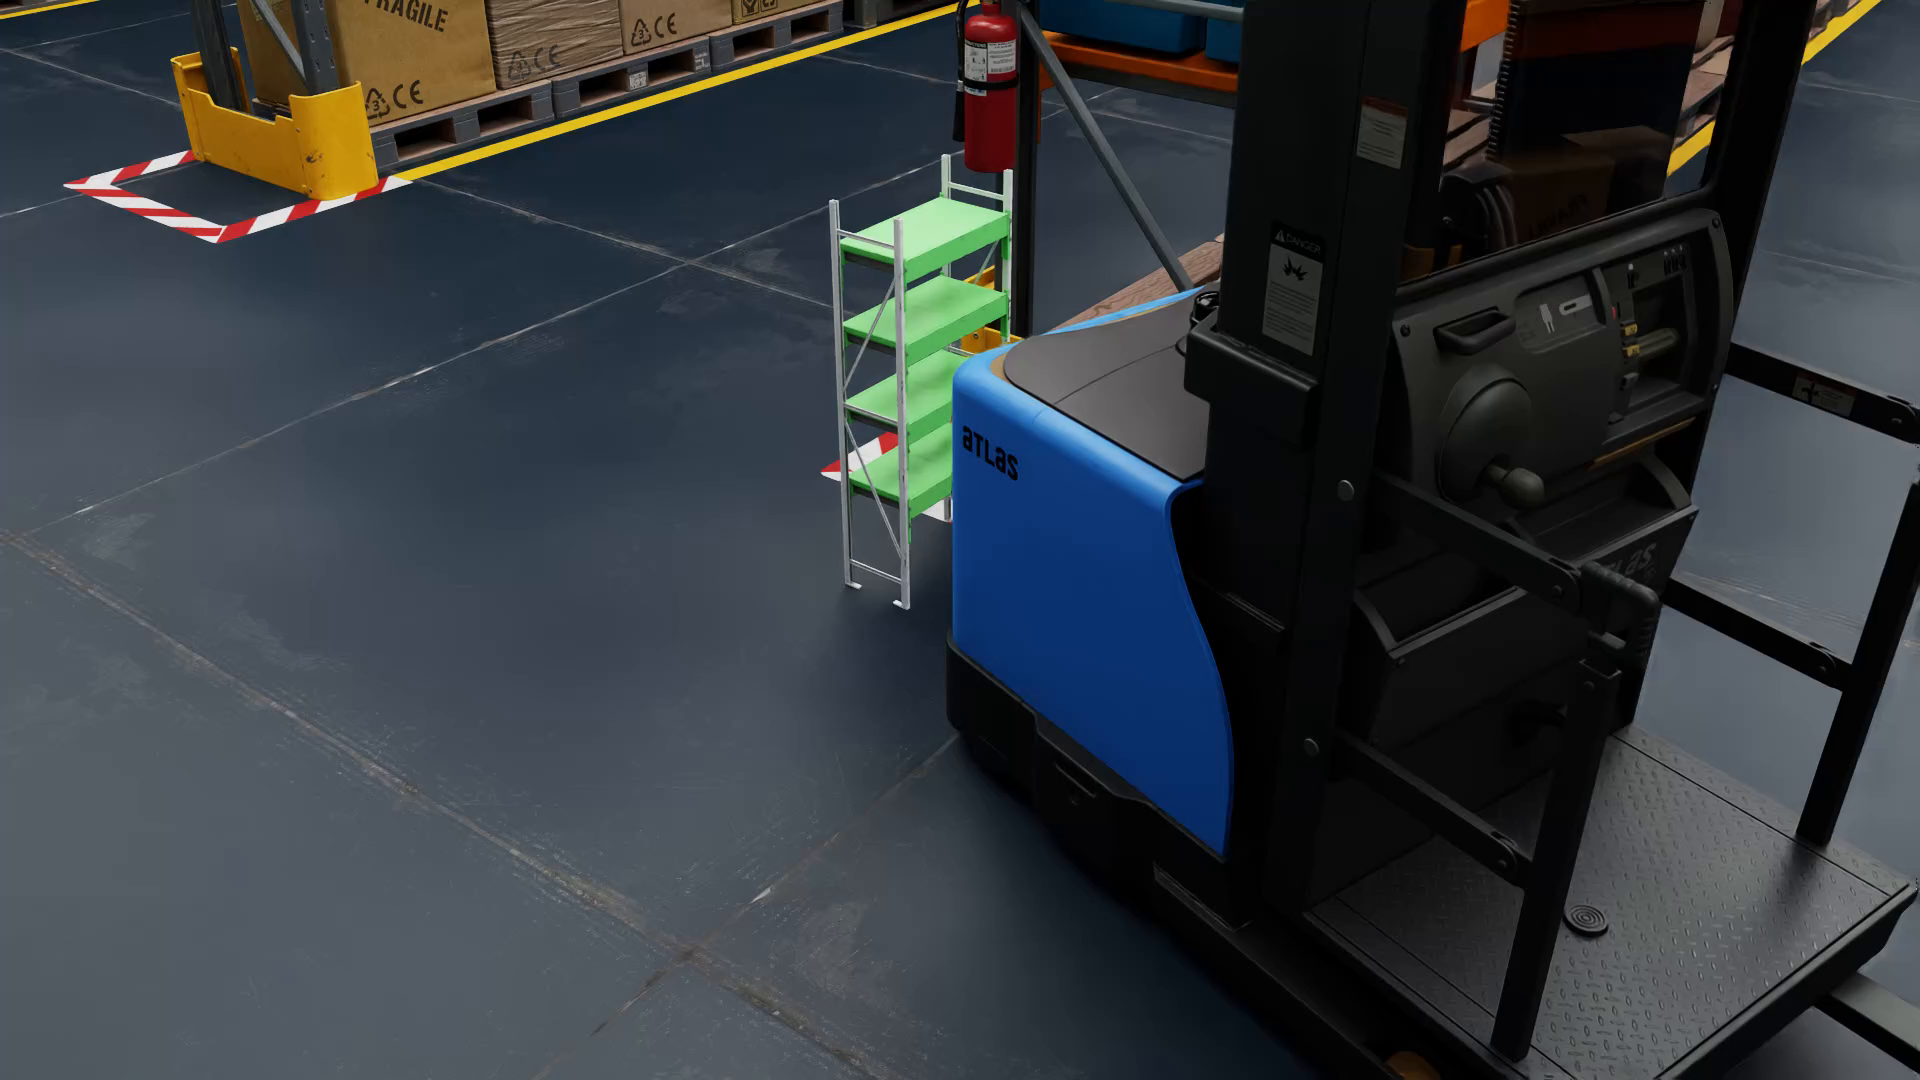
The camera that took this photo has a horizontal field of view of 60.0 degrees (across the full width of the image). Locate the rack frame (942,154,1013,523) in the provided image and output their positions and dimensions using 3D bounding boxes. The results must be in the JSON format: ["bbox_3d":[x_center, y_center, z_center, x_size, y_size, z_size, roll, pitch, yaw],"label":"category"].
[{"bbox_3d":[0.047,-0.548,4.998,0.240,1.200,0.015,21,37,31],"label":"rack frame"}]

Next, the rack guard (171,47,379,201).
[{"bbox_3d":[-3.411,-2.082,8.273,1.175,0.500,0.348,21,37,31],"label":"rack guard"}]

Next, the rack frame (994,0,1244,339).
[{"bbox_3d":[0.552,-1.643,5.080,1.000,3.000,0.127,21,37,31],"label":"rack frame"}]

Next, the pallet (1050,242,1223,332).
[{"bbox_3d":[1.081,-0.767,6.336,1.003,0.211,1.213,21,37,31],"label":"pallet"}]

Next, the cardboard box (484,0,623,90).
[{"bbox_3d":[-2.525,-3.088,9.191,0.875,0.875,0.875,21,37,31],"label":"cardboard box"}]

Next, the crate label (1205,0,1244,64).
[{"bbox_3d":[0.964,-1.596,5.106,0.416,0.233,0.303,21,37,31],"label":"crate label"}]

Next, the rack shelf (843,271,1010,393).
[{"bbox_3d":[-0.100,-0.600,4.741,0.258,0.148,0.480,21,37,31],"label":"rack shelf"}]

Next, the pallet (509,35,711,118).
[{"bbox_3d":[-2.239,-2.810,9.785,1.003,0.211,1.213,21,37,31],"label":"pallet"}]

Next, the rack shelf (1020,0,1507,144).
[{"bbox_3d":[1.760,-2.146,6.635,1.077,0.370,4.000,21,37,31],"label":"rack shelf"}]

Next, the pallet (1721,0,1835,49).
[{"bbox_3d":[4.939,-3.362,10.715,1.003,0.211,1.213,21,37,31],"label":"pallet"}]

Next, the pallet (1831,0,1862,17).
[{"bbox_3d":[5.880,-3.998,11.789,1.003,0.211,1.213,21,37,31],"label":"pallet"}]

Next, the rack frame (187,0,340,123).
[{"bbox_3d":[-3.396,-3.167,7.652,1.000,3.000,0.127,21,37,31],"label":"rack frame"}]

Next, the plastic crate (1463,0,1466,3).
[{"bbox_3d":[1.633,-1.935,5.773,0.250,0.136,0.298,21,37,31],"label":"plastic crate"}]

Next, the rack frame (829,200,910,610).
[{"bbox_3d":[-0.247,-0.350,4.663,0.240,1.200,0.015,21,37,31],"label":"rack frame"}]

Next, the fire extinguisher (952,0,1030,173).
[{"bbox_3d":[0.099,-1.528,5.327,0.296,0.674,0.183,21,37,31],"label":"fire extinguisher"}]

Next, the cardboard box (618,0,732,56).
[{"bbox_3d":[-1.987,-3.450,9.802,0.875,0.875,0.875,21,37,31],"label":"cardboard box"}]

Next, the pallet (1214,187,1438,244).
[{"bbox_3d":[1.818,-1.260,7.170,1.003,0.211,1.213,21,37,31],"label":"pallet"}]

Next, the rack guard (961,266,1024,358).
[{"bbox_3d":[0.548,-0.554,5.694,1.175,0.500,0.348,21,37,31],"label":"rack guard"}]

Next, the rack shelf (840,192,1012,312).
[{"bbox_3d":[-0.100,-0.807,4.618,0.258,0.148,0.480,21,37,31],"label":"rack shelf"}]

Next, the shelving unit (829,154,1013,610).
[{"bbox_3d":[-0.100,-0.449,4.830,0.258,1.200,0.503,21,37,31],"label":"shelving unit"}]

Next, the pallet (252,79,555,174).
[{"bbox_3d":[-2.976,-2.317,8.952,1.003,0.211,1.213,21,37,31],"label":"pallet"}]

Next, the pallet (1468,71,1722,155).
[{"bbox_3d":[3.466,-2.370,9.042,1.003,0.211,1.213,21,37,31],"label":"pallet"}]

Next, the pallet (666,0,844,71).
[{"bbox_3d":[-1.503,-3.308,10.626,1.003,0.211,1.213,21,37,31],"label":"pallet"}]

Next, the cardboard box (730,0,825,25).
[{"bbox_3d":[-1.444,-3.816,10.419,0.875,0.875,0.875,21,37,31],"label":"cardboard box"}]

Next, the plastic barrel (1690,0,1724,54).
[{"bbox_3d":[4.148,-3.085,9.541,0.421,0.512,0.421,0,31,0],"label":"plastic barrel"}]

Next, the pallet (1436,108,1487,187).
[{"bbox_3d":[2.554,-1.758,8.010,1.003,0.211,1.213,21,37,31],"label":"pallet"}]

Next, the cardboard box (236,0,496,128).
[{"bbox_3d":[-3.074,-2.719,8.567,0.875,0.875,0.875,21,37,31],"label":"cardboard box"}]

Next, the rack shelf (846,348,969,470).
[{"bbox_3d":[-0.100,-0.394,4.863,0.258,0.148,0.480,21,37,31],"label":"rack shelf"}]

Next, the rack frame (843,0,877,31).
[{"bbox_3d":[-0.982,-4.793,10.396,1.000,3.000,0.127,21,37,31],"label":"rack frame"}]

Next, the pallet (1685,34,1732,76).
[{"bbox_3d":[4.202,-2.868,9.882,1.003,0.211,1.213,21,37,31],"label":"pallet"}]

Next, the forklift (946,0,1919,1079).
[{"bbox_3d":[1.233,-0.289,2.863,1.130,2.935,3.031,-20,36,-30],"label":"forklift"}]

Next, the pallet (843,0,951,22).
[{"bbox_3d":[-0.576,-3.930,11.675,1.003,0.211,1.213,21,37,31],"label":"pallet"}]

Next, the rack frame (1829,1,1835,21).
[{"bbox_3d":[5.381,-4.895,10.567,1.000,3.000,0.127,21,37,31],"label":"rack frame"}]

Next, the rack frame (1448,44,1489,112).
[{"bbox_3d":[2.967,-3.269,7.823,1.000,3.000,0.127,21,37,31],"label":"rack frame"}]

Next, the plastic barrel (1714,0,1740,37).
[{"bbox_3d":[4.418,-3.375,9.956,0.600,0.588,0.708,21,37,31],"label":"plastic barrel"}]

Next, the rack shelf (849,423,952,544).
[{"bbox_3d":[-0.100,-0.187,4.985,0.258,0.148,0.480,21,37,31],"label":"rack shelf"}]

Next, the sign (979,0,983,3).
[{"bbox_3d":[0.104,-1.876,5.313,0.100,0.325,0.005,21,37,31],"label":"sign"}]

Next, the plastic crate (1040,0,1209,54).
[{"bbox_3d":[0.606,-1.878,5.382,0.616,0.435,0.499,21,37,31],"label":"plastic crate"}]
